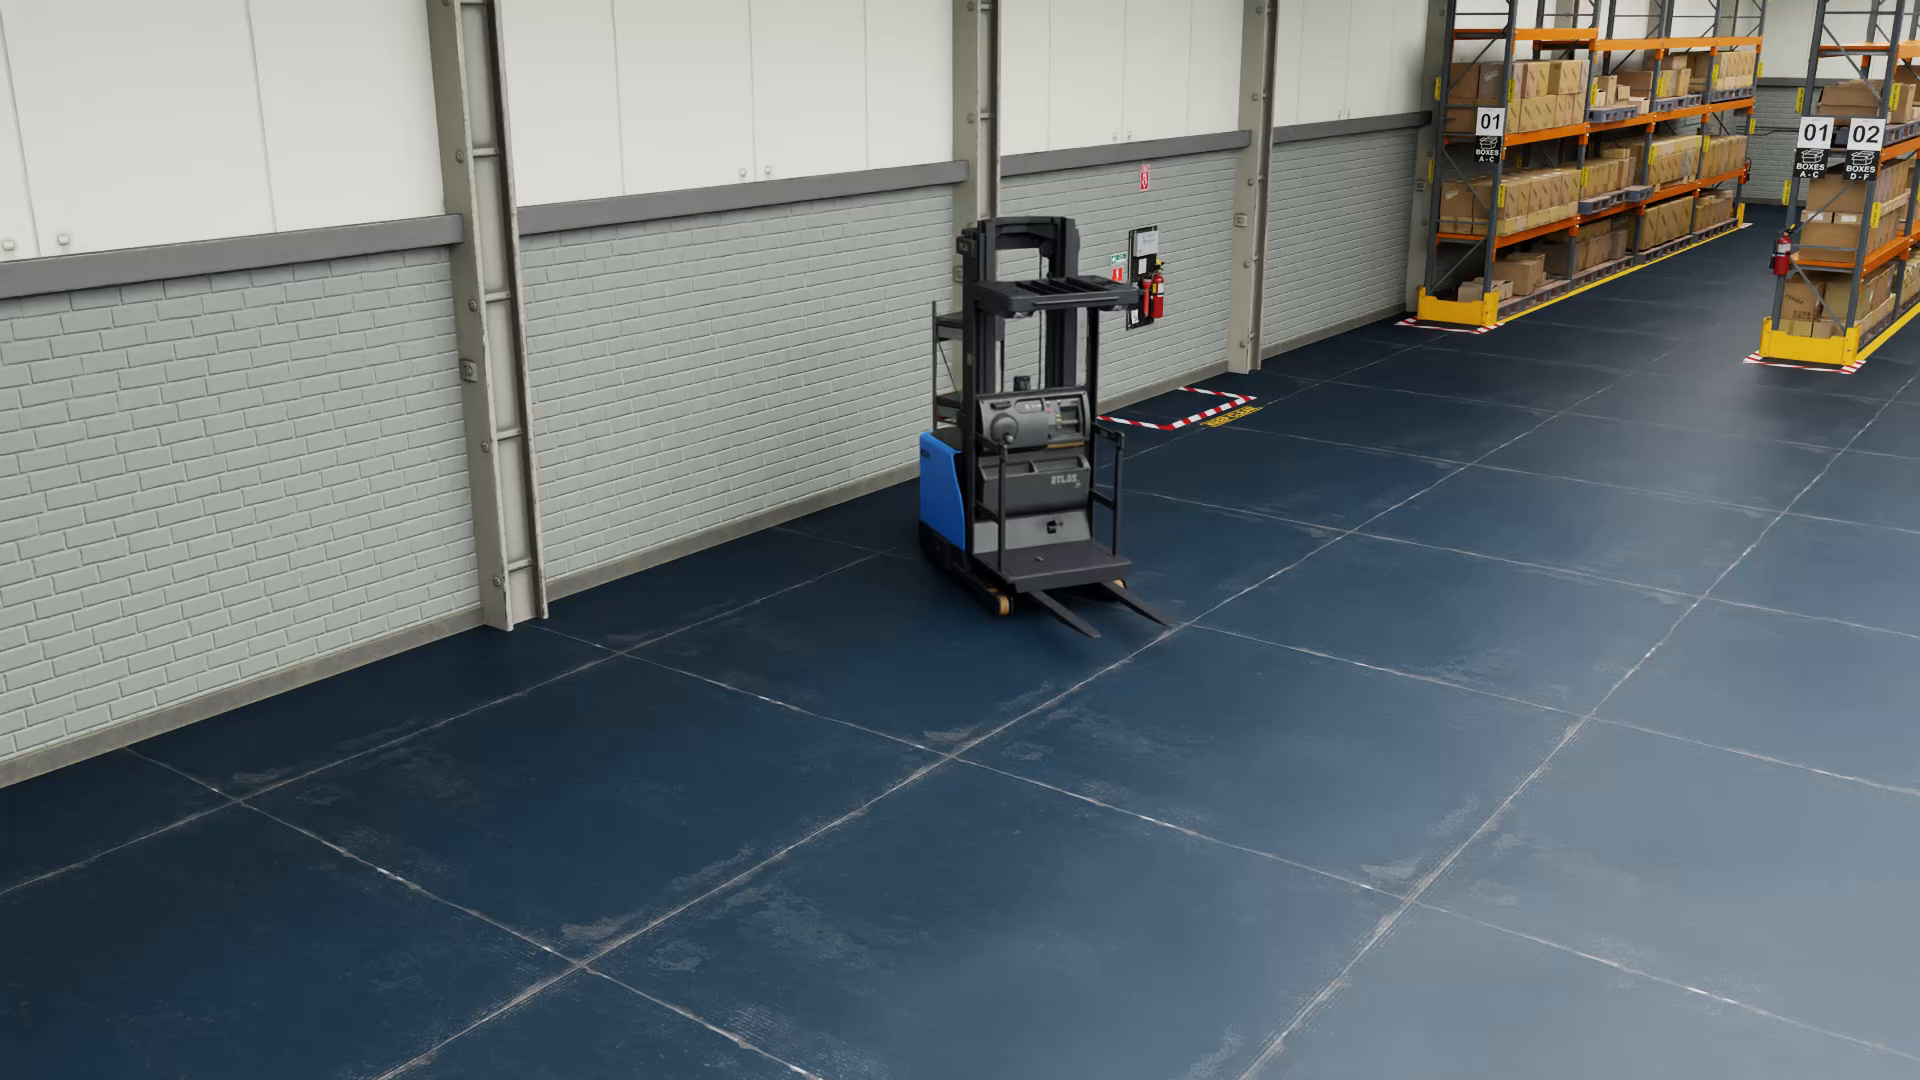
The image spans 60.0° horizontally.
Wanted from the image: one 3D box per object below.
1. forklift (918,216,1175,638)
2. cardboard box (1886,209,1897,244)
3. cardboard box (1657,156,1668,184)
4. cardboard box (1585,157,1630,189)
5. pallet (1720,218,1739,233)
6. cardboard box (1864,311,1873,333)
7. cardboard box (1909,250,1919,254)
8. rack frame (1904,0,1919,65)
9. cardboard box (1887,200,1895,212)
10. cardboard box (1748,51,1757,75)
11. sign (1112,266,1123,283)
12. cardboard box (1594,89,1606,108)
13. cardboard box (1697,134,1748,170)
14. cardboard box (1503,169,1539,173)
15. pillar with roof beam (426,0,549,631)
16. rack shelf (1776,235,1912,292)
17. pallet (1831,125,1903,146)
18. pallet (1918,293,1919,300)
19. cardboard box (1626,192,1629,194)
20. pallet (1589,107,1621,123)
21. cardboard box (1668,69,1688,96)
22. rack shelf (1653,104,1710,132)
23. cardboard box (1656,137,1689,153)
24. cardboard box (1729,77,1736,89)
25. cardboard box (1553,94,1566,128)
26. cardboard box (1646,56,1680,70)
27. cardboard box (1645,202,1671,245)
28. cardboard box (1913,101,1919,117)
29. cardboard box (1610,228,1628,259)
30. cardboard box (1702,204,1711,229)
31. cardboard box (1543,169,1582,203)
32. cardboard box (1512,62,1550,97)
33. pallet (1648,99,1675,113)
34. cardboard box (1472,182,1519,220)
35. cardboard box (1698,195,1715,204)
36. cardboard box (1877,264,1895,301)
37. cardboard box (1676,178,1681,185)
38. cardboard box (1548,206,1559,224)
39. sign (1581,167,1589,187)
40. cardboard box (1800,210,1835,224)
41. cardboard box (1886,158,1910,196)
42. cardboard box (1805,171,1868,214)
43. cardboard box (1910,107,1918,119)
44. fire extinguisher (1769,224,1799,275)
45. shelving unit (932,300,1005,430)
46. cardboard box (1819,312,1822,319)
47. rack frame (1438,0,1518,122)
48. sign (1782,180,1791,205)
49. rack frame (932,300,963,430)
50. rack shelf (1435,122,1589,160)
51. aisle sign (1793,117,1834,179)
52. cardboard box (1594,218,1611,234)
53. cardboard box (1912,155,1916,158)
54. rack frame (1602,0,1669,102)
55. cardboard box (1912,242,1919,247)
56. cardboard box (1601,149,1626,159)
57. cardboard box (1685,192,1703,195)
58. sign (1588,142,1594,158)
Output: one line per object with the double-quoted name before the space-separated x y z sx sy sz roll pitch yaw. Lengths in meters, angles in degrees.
"forklift" 0.672 -0.951 12.864 1.130 2.935 3.031 -7 19 -21
"cardboard box" 13.386 -4.678 24.582 0.700 0.500 0.500 12 21 34
"cardboard box" 13.172 -7.084 31.794 0.500 0.500 0.500 13 22 36
"cardboard box" 11.774 -6.698 30.343 0.700 0.500 0.500 10 20 30
"pallet" 16.711 -7.061 37.125 1.003 0.211 1.213 12 21 35
"cardboard box" 12.663 -3.126 23.680 0.500 0.250 0.500 12 21 35
"cardboard box" 15.919 -4.679 27.735 0.500 0.311 0.500 12 21 34
"rack frame" 16.338 -8.682 27.527 1.000 3.000 0.127 12 21 35
"cardboard box" 13.207 -4.817 23.935 0.380 0.149 0.250 13 22 36
"cardboard box" 16.907 -10.341 36.041 0.500 0.500 0.500 12 21 35
"sign" 1.823 -2.998 19.280 0.001 0.329 0.234 12 21 35
"cardboard box" 10.731 -7.592 28.517 0.500 0.311 0.500 13 22 36
"cardboard box" 16.828 -8.617 36.928 0.980 0.700 0.700 14 22 37
"cardboard box" 9.215 -5.837 27.437 0.500 0.500 0.500 12 21 34
"pillar with roof beam" 0.046 -2.923 8.981 9.100 9.000 0.400 12 21 35
"rack shelf" 12.763 -4.044 23.922 1.077 0.370 4.000 12 21 35
"pallet" 12.013 -5.466 22.377 1.003 0.211 1.213 12 21 35
"pallet" 15.816 -4.296 28.221 1.003 0.211 1.213 12 21 35
"cardboard box" 12.740 -6.618 31.388 0.380 0.149 0.250 12 21 34
"pallet" 10.428 -7.210 28.161 1.213 0.211 1.003 12 21 35
"cardboard box" 13.849 -9.000 32.700 0.700 0.500 0.500 12 21 34
"rack shelf" 13.549 -8.257 32.429 1.077 0.370 4.000 12 21 35
"cardboard box" 14.052 -7.803 32.846 0.500 0.250 0.500 13 21 36
"cardboard box" 15.979 -9.614 34.962 0.500 0.250 0.500 12 21 33
"cardboard box" 9.261 -6.808 26.347 0.500 0.500 0.500 11 21 33
"cardboard box" 13.794 -9.372 32.633 0.500 0.250 0.500 12 21 33
"cardboard box" 13.428 -6.225 32.647 0.750 0.750 0.750 12 21 34
"cardboard box" 14.330 -6.571 25.332 0.500 0.250 0.500 15 23 40
"cardboard box" 11.970 -5.527 30.957 0.700 0.500 0.500 13 21 35
"cardboard box" 15.571 -6.930 35.508 0.700 0.500 0.500 12 21 34
"cardboard box" 9.941 -5.867 27.535 0.500 0.500 0.500 12 21 35
"cardboard box" 8.651 -7.037 25.399 0.500 0.500 0.500 13 22 36
"pallet" 12.699 -8.196 31.340 1.213 0.211 1.003 14 22 37
"cardboard box" 8.117 -5.143 25.200 0.500 0.500 0.500 12 21 35
"cardboard box" 15.930 -7.294 35.588 0.380 0.149 0.250 12 21 33
"cardboard box" 13.547 -3.844 24.727 0.500 0.500 0.500 12 21 35
"cardboard box" 14.136 -7.165 33.149 0.380 0.149 0.250 12 21 35
"cardboard box" 9.345 -5.270 26.877 0.500 0.250 0.500 12 21 34
"sign" 10.415 -6.058 27.734 0.100 0.325 0.005 12 21 35
"cardboard box" 11.646 -4.394 22.572 0.380 0.149 0.250 12 21 34
"cardboard box" 13.695 -5.425 24.798 0.700 0.500 0.500 13 21 35
"cardboard box" 11.891 -4.700 22.465 0.700 0.500 0.500 13 21 35
"cardboard box" 13.456 -6.108 23.778 0.380 0.149 0.250 12 21 35
"fire extinguisher" 11.128 -3.928 22.466 0.296 0.674 0.183 12 21 35
"shelving unit" 0.074 -1.074 14.660 0.431 2.100 0.503 14 22 38
"cardboard box" 11.942 -3.100 23.597 0.500 0.250 0.500 12 21 35
"rack frame" 7.591 -7.651 24.208 1.000 3.000 0.127 12 21 35
"sign" 11.144 -4.677 22.394 0.100 0.325 0.005 12 21 35
"rack frame" -0.083 -1.018 14.482 0.400 2.100 0.015 14 22 38
"rack shelf" 8.783 -6.351 26.293 1.077 0.370 4.000 12 21 35
"aisle sign" 11.296 -5.189 22.013 0.394 0.787 0.004 12 21 35
"cardboard box" 11.580 -5.760 30.444 0.500 0.250 0.500 13 21 36
"cardboard box" 18.260 -6.945 31.172 0.700 0.500 0.500 5 18 16
"rack frame" 12.358 -9.556 30.343 1.000 3.000 0.127 12 21 35
"cardboard box" 16.839 -4.891 28.909 0.500 0.500 0.500 14 22 37
"cardboard box" 11.996 -7.092 30.520 0.380 0.149 0.250 9 19 26
"cardboard box" 15.947 -7.492 36.224 0.380 0.149 0.250 13 21 35
"sign" 11.910 -7.342 31.375 0.100 0.325 0.005 12 21 35
